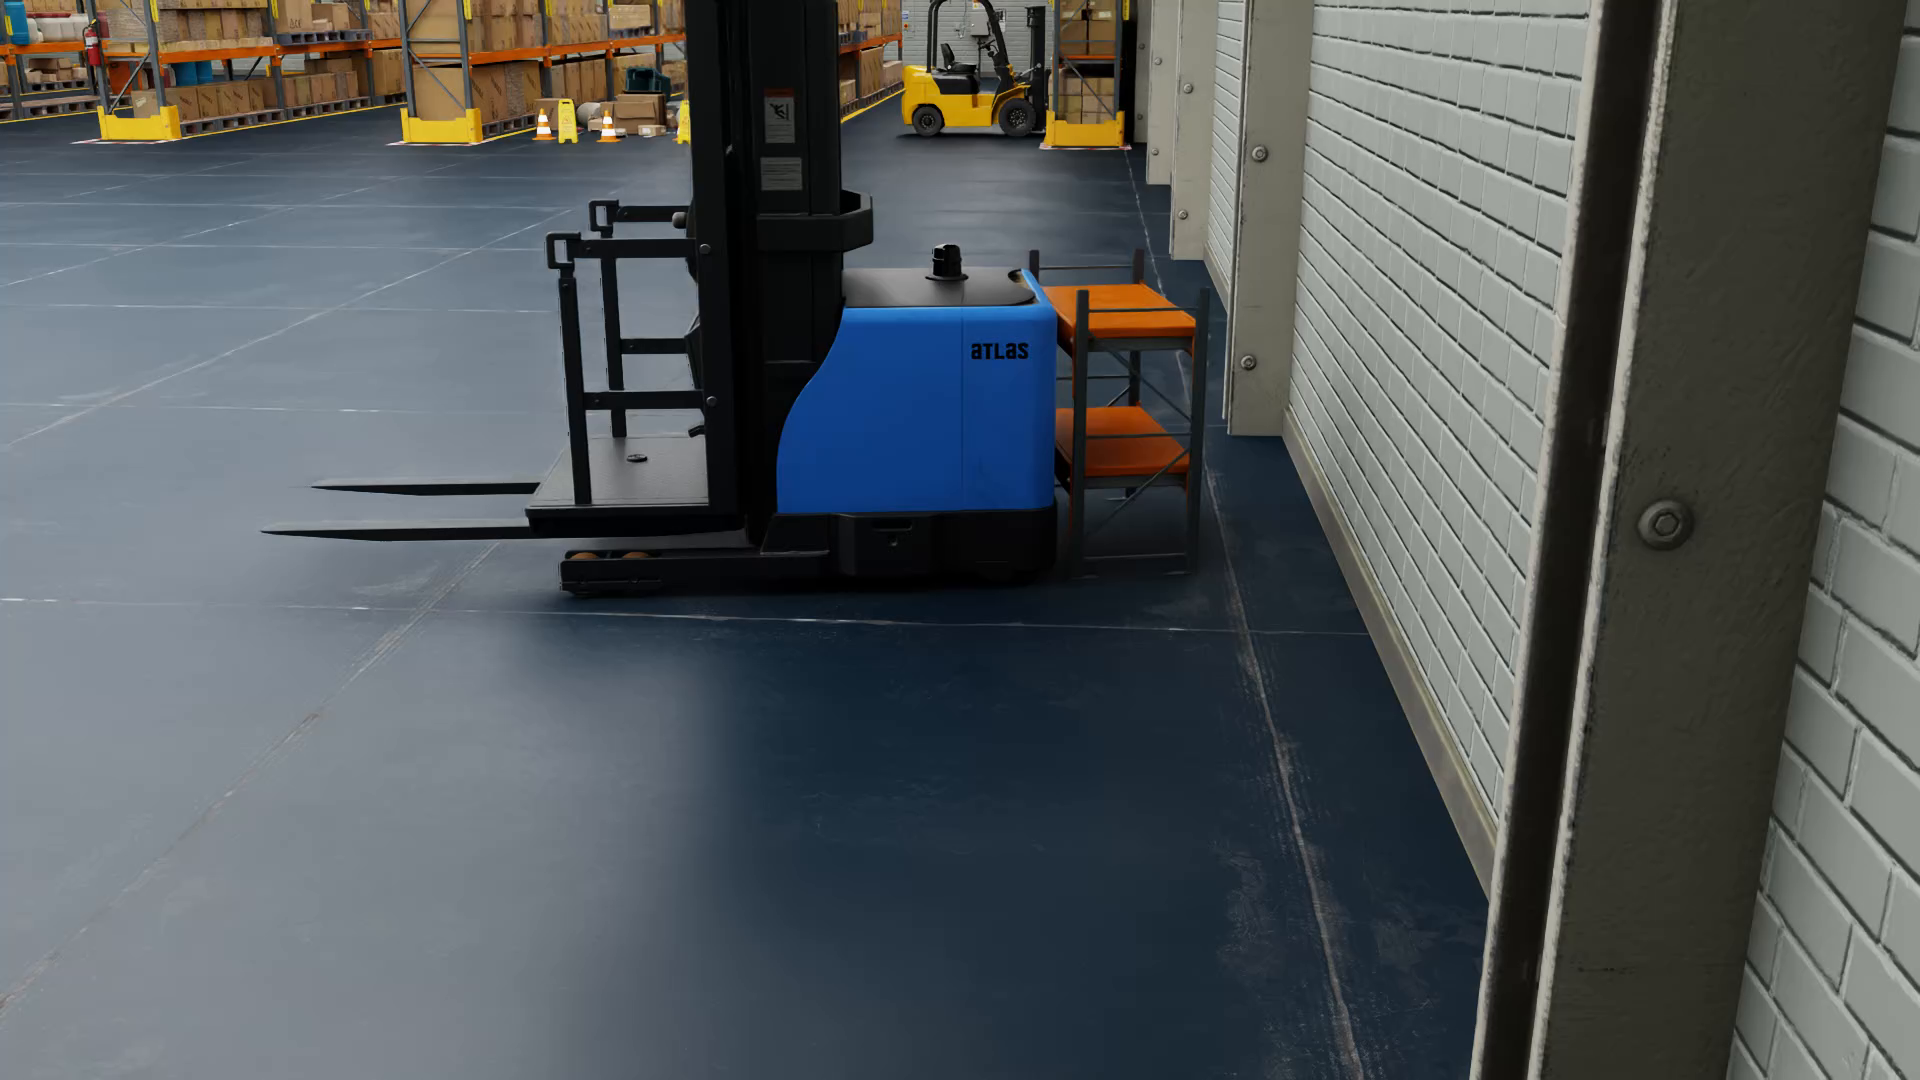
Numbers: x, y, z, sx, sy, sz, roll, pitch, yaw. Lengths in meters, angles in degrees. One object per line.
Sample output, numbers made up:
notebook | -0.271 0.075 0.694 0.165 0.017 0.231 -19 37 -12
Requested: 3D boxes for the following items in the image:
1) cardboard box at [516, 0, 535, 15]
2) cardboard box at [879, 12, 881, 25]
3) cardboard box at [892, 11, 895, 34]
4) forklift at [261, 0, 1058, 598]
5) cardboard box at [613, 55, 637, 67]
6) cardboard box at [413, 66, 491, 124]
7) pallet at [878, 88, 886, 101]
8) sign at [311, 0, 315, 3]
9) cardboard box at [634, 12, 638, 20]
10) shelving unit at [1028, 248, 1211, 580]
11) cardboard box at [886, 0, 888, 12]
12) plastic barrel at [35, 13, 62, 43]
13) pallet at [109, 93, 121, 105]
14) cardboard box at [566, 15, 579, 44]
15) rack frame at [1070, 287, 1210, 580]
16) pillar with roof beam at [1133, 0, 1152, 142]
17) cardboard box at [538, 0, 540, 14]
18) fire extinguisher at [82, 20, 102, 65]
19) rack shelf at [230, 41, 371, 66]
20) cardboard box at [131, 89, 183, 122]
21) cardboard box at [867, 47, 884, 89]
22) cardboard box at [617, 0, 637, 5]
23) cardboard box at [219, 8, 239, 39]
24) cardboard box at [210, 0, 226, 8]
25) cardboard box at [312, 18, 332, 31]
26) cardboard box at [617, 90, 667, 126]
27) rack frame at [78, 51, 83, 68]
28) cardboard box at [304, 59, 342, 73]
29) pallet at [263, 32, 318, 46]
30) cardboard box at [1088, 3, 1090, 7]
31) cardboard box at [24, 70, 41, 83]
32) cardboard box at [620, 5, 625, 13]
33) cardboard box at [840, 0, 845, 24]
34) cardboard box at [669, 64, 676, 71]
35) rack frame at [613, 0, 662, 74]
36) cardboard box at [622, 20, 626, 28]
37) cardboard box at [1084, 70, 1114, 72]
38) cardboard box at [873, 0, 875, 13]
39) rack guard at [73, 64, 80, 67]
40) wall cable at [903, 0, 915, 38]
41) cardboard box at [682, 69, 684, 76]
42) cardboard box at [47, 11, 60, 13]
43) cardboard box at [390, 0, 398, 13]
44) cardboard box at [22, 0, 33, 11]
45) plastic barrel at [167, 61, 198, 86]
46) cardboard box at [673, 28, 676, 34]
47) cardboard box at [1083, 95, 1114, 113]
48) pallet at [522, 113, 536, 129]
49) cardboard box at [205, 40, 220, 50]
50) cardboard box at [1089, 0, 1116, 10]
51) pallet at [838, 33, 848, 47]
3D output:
cardboard box | -7.699 -9.148 28.048 0.875 0.550 0.550 1 18 4
cardboard box | -1.986 -11.280 35.968 0.500 0.250 0.500 1 18 4
cardboard box | -1.783 -11.914 38.304 0.500 0.500 0.500 2 18 6
forklift | -1.164 -1.346 6.324 3.031 2.935 1.130 -1 18 -3
cardboard box | -7.053 -9.980 34.700 0.500 0.250 0.500 1 18 4
cardboard box | -8.019 -7.010 26.237 0.875 0.875 0.875 1 18 4
pallet | -2.177 -9.689 36.155 1.003 0.211 1.213 1 18 4
sign | -12.922 -10.796 33.195 0.100 0.325 0.005 1 18 4
cardboard box | -7.047 -11.104 35.245 0.380 0.149 0.250 0 18 1
shelving unit | 0.609 -0.551 6.797 0.538 1.125 1.048 -2 18 -7
cardboard box | -1.879 -12.078 37.199 0.500 0.500 0.500 1 18 3
plastic barrel | -17.255 -9.688 31.453 0.433 0.535 0.433 0 18 0
pallet | -17.293 -9.266 34.863 1.003 0.211 1.213 1 18 4
cardboard box | -7.335 -9.367 30.533 0.500 0.500 0.500 1 18 4
rack frame | 0.678 -0.394 6.319 0.500 1.125 0.032 -2 18 -7
pillar with roof beam | -1.451 -10.562 24.706 9.100 9.000 0.400 1 18 4
cardboard box | -7.685 -9.527 29.416 0.700 0.500 0.500 1 18 3
fire extinguisher | -13.410 -7.688 25.693 0.296 0.674 0.183 1 18 4
rack shelf | -12.512 -9.272 31.557 1.077 0.370 4.000 1 18 4
cardboard box | -12.880 -6.955 26.673 0.500 0.500 0.500 5 19 14
cardboard box | -2.162 -10.251 36.129 0.875 0.875 0.875 2 18 6
cardboard box | -7.378 -12.151 36.945 0.500 0.500 0.500 1 18 2
cardboard box | -12.755 -8.731 28.113 0.875 0.500 0.500 1 18 4
cardboard box | -12.523 -9.045 27.465 0.500 0.500 0.500 1 18 4
cardboard box | -12.218 -9.847 31.697 0.396 0.266 0.258 1 18 2
cardboard box | -5.398 -7.300 28.175 0.797 0.637 0.503 1 18 4
rack frame | -21.675 -12.942 41.602 1.000 3.000 0.127 1 18 4
cardboard box | -12.414 -9.239 32.404 0.500 0.250 0.500 3 18 10
pallet | -12.455 -9.135 30.294 1.003 0.211 1.213 1 18 4
cardboard box | 2.660 -10.307 32.727 0.500 0.500 0.500 2 18 7
cardboard box | -21.716 -10.756 38.544 0.500 0.311 0.500 1 18 4
cardboard box | -7.126 -10.921 34.208 0.380 0.149 0.250 2 18 6
cardboard box | -2.366 -9.608 30.114 0.500 0.500 0.500 1 18 4
cardboard box | -6.767 -10.888 38.281 0.380 0.149 0.250 2 18 5
rack frame | -7.142 -11.335 36.699 1.000 3.000 0.127 1 18 4
cardboard box | -7.122 -10.641 34.310 0.380 0.149 0.250 2 18 6
cardboard box | 2.317 -7.715 27.786 0.500 0.250 0.500 1 18 3
cardboard box | -2.064 -11.316 34.875 0.500 0.500 0.500 2 18 6
rack guard | -21.681 -11.730 41.919 1.175 0.500 0.348 1 18 4
wall cable | -1.529 -14.748 45.432 0.585 1.953 0.123 1 18 4
cardboard box | -6.705 -10.991 39.076 0.380 0.149 0.250 2 18 7
cardboard box | -21.582 -12.214 39.219 0.500 0.500 0.500 1 18 4
cardboard box | -12.209 -11.397 35.115 0.797 0.503 0.637 2 18 6
cardboard box | -21.648 -12.362 38.067 0.500 0.500 0.500 2 18 5
plastic barrel | -17.128 -10.402 36.545 0.600 0.901 0.708 1 18 4
cardboard box | -6.749 -11.706 38.235 0.380 0.149 0.250 2 18 6
cardboard box | 2.135 -6.691 25.465 0.500 0.250 0.500 2 18 5
pallet | -7.848 -7.291 28.835 1.003 0.211 1.213 1 18 4
cardboard box | -12.479 -8.178 27.466 0.380 0.149 0.250 1 18 4
cardboard box | 2.131 -8.016 24.889 0.380 0.149 0.250 1 18 3
pallet | -2.571 -8.914 29.619 1.003 0.211 1.213 1 18 4
